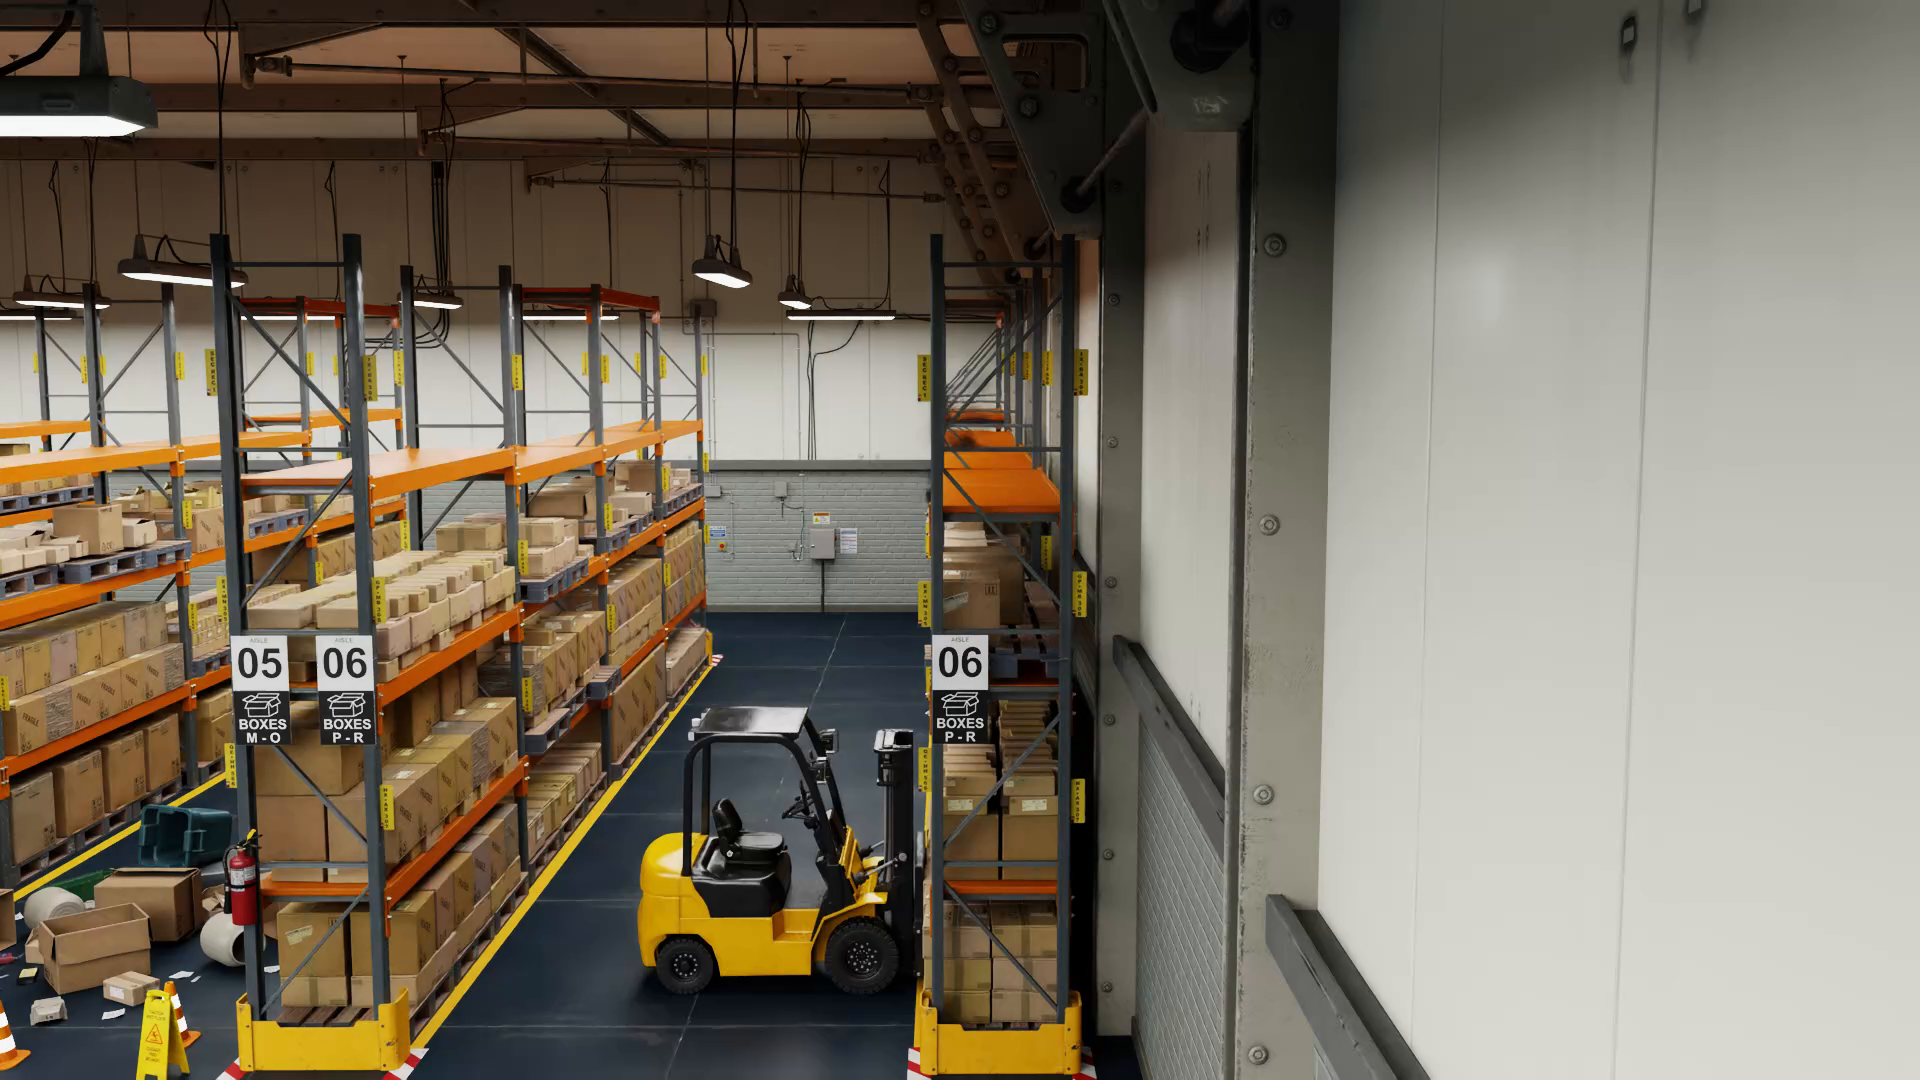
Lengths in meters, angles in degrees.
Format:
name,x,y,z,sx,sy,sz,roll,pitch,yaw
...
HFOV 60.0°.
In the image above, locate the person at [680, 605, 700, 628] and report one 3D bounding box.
name,x,y,z,sx,sy,sz,roll,pitch,yaw
person,-4.802,1.156,29.239,0.506,1.619,0.619,2,7,19
